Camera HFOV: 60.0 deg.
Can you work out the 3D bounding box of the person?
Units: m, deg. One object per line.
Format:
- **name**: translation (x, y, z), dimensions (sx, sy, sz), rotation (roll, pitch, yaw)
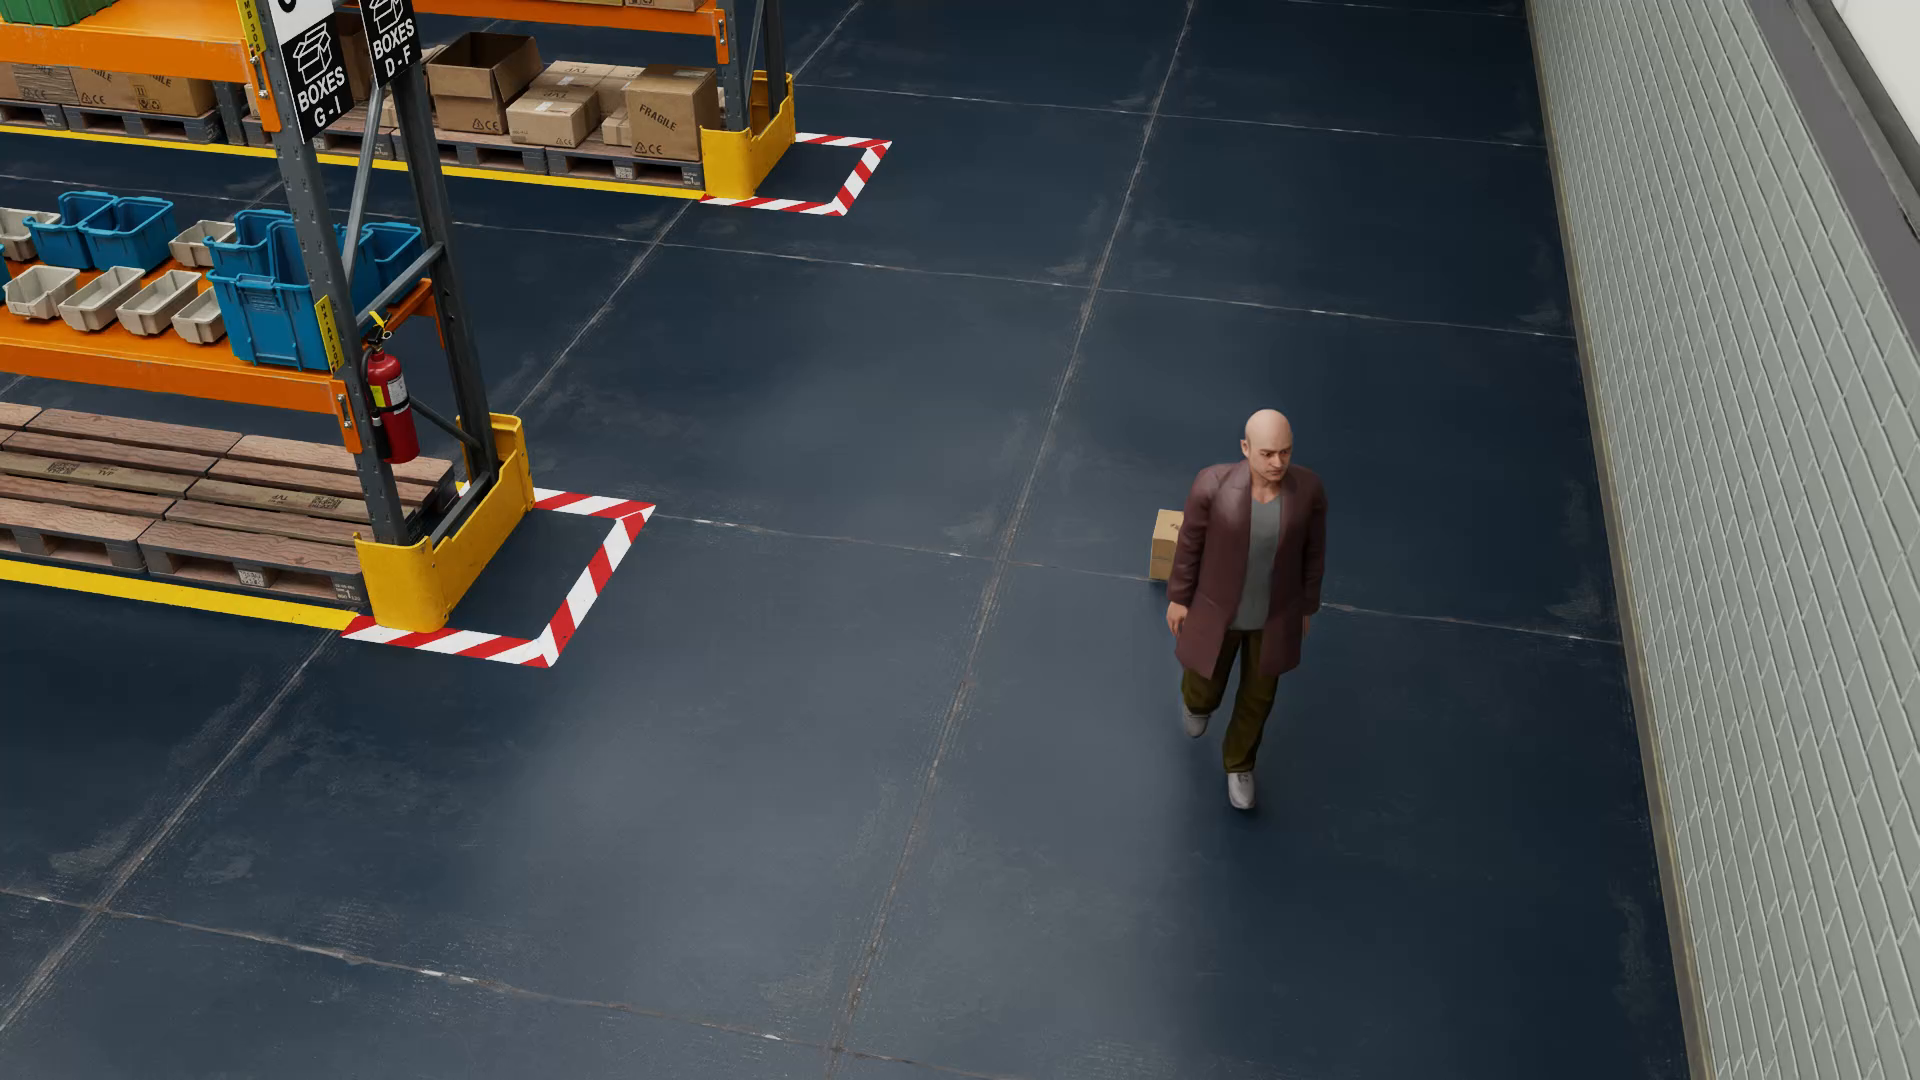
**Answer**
- **person**: translation (1.119, 0.238, 6.605), dimensions (0.604, 1.767, 0.638), rotation (0, 36, 0)
